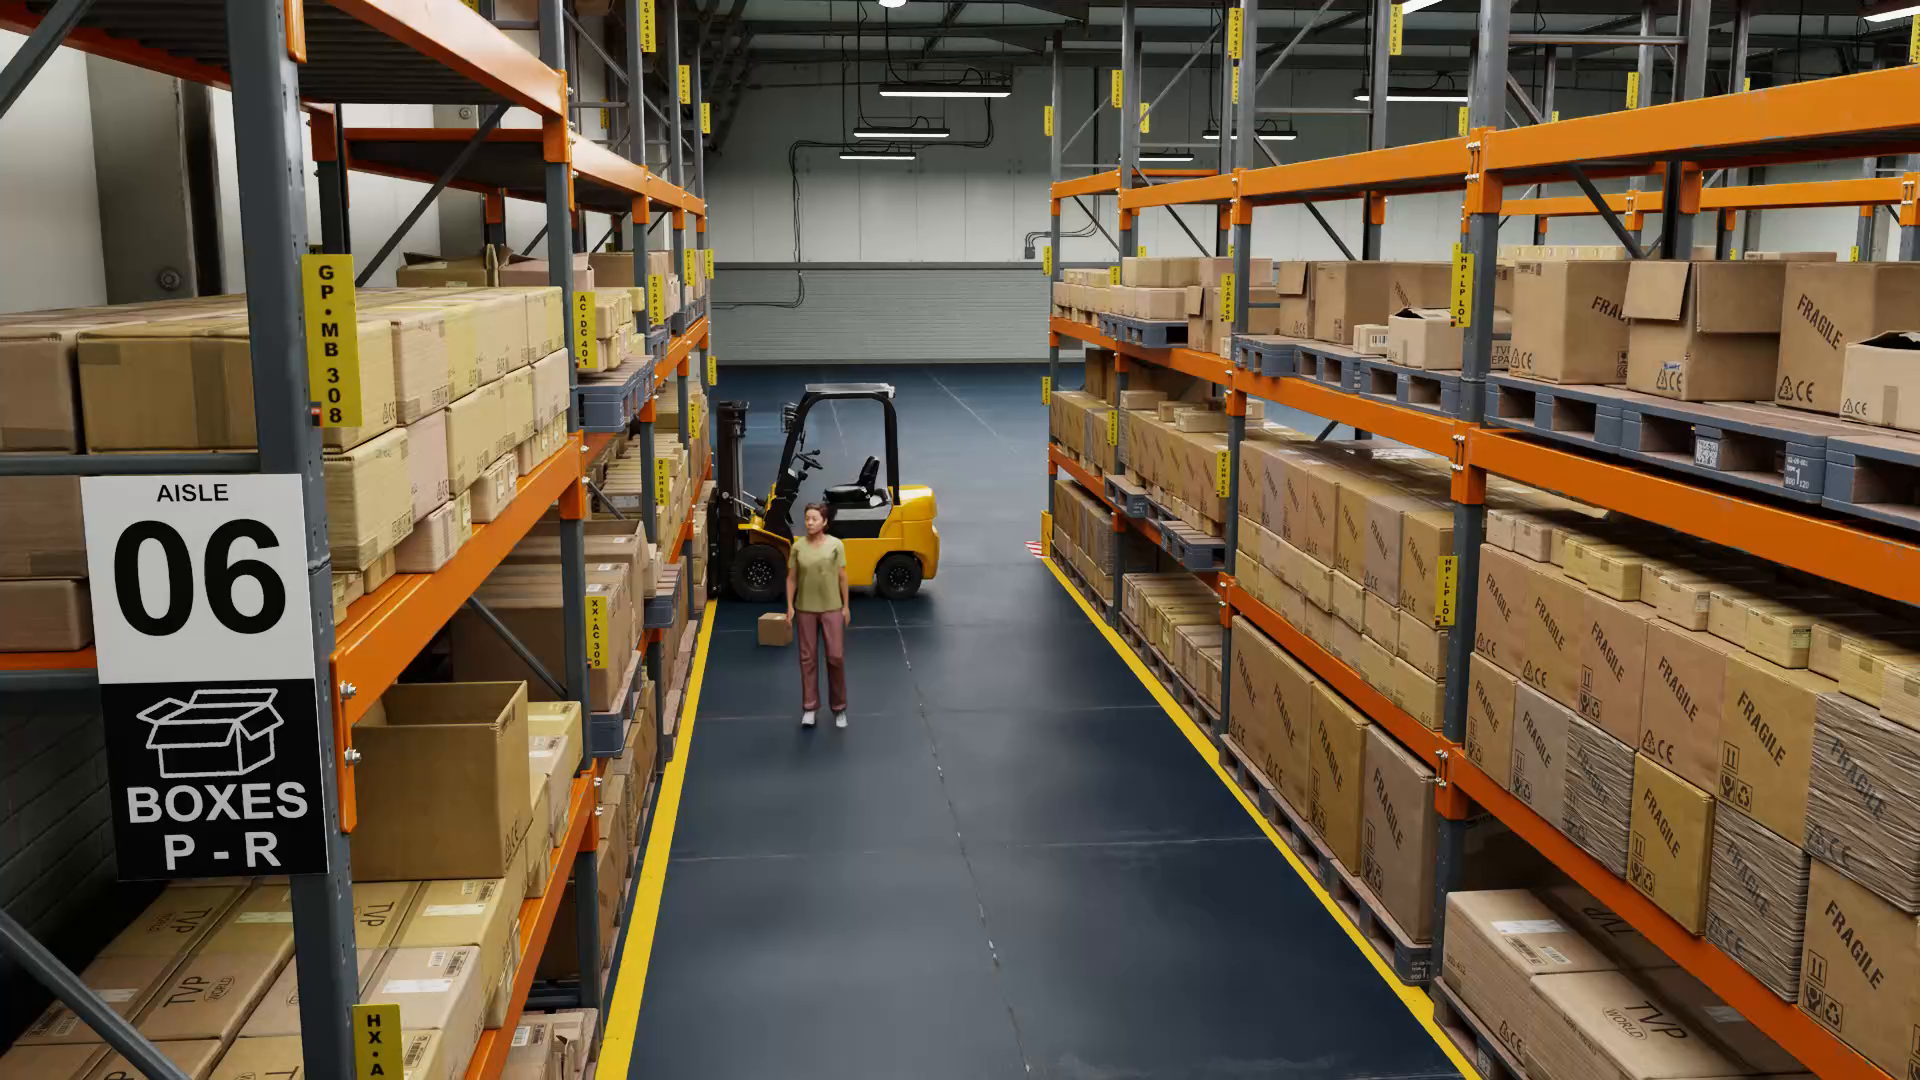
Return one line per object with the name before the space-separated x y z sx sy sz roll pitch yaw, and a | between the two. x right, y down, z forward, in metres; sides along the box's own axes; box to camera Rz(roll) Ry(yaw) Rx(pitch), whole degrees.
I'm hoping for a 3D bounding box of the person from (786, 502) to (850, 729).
person | -1.088 0.579 12.662 0.484 1.732 0.466 1 10 4
